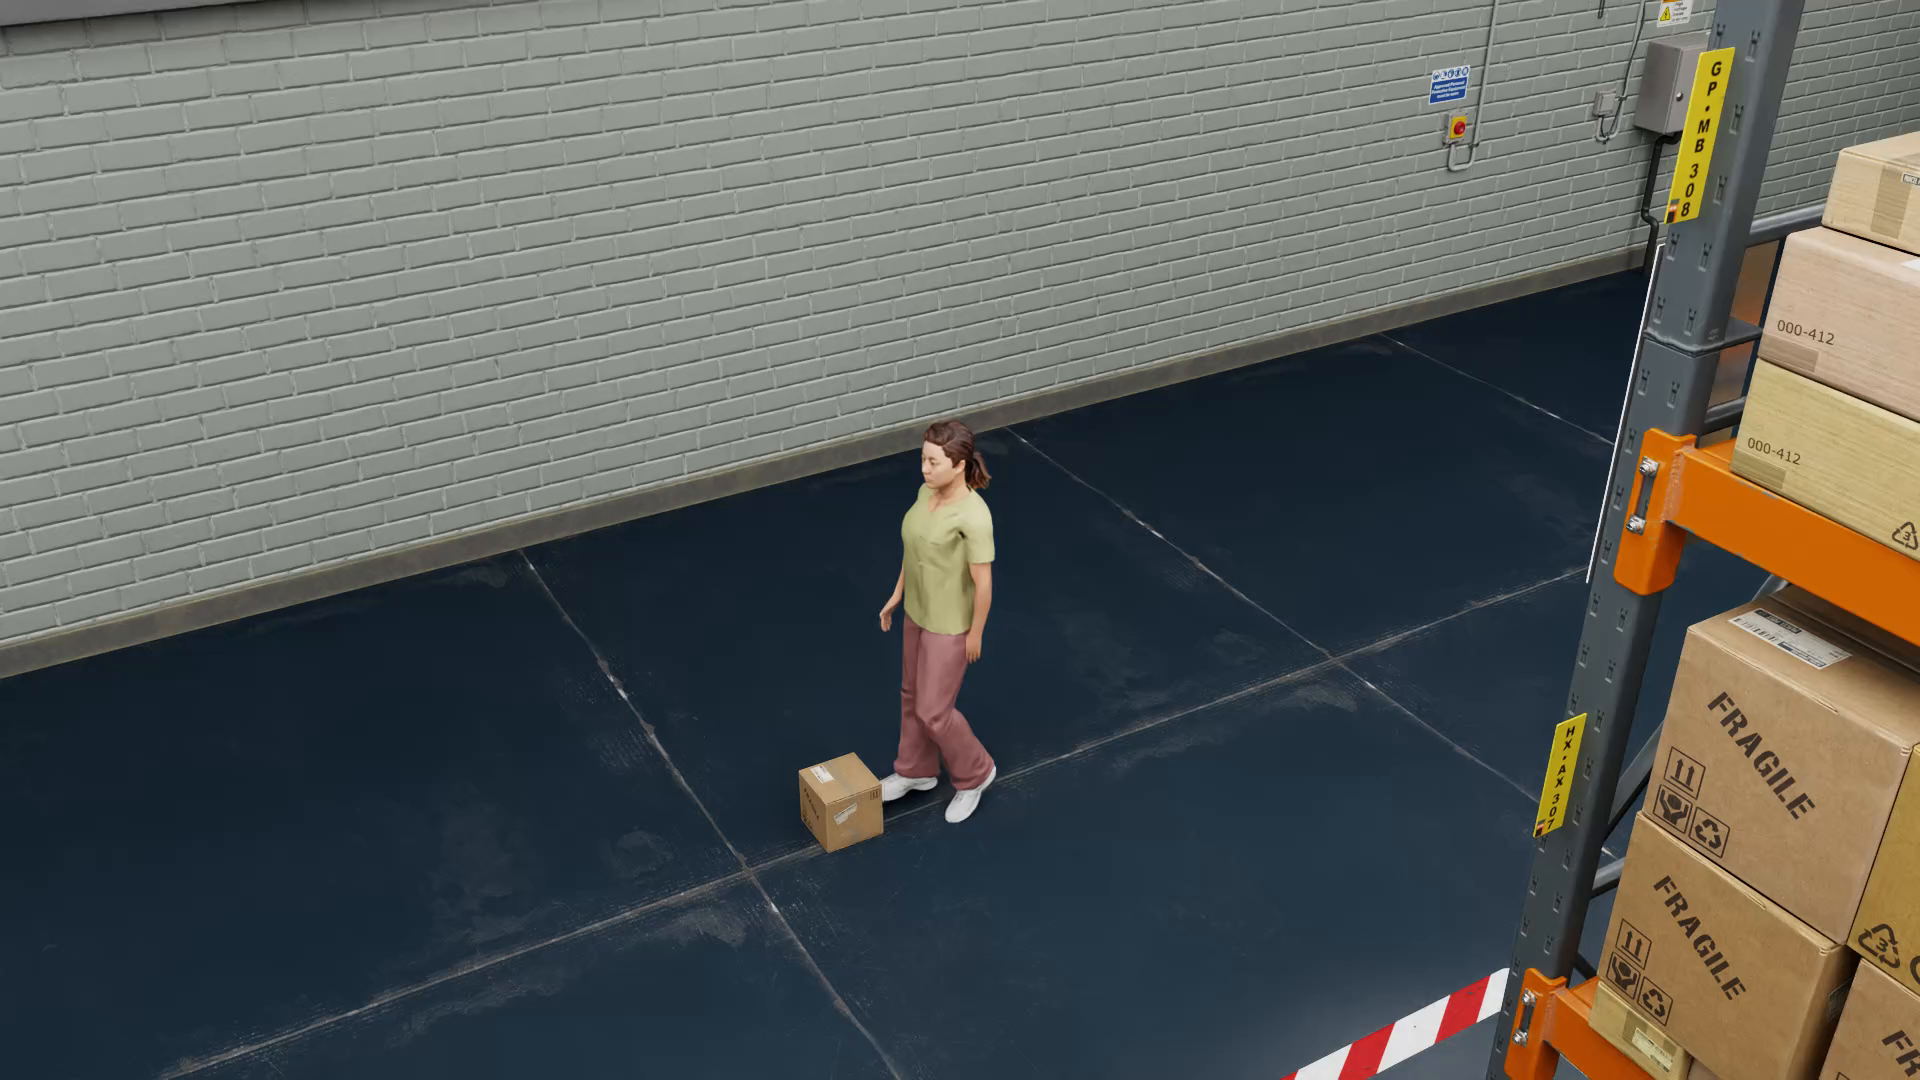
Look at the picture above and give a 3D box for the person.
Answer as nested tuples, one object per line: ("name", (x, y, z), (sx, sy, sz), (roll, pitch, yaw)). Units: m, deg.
("person", (-0.115, 0.333, 6.532), (0.514, 1.695, 0.462), (-16, 33, -26))
